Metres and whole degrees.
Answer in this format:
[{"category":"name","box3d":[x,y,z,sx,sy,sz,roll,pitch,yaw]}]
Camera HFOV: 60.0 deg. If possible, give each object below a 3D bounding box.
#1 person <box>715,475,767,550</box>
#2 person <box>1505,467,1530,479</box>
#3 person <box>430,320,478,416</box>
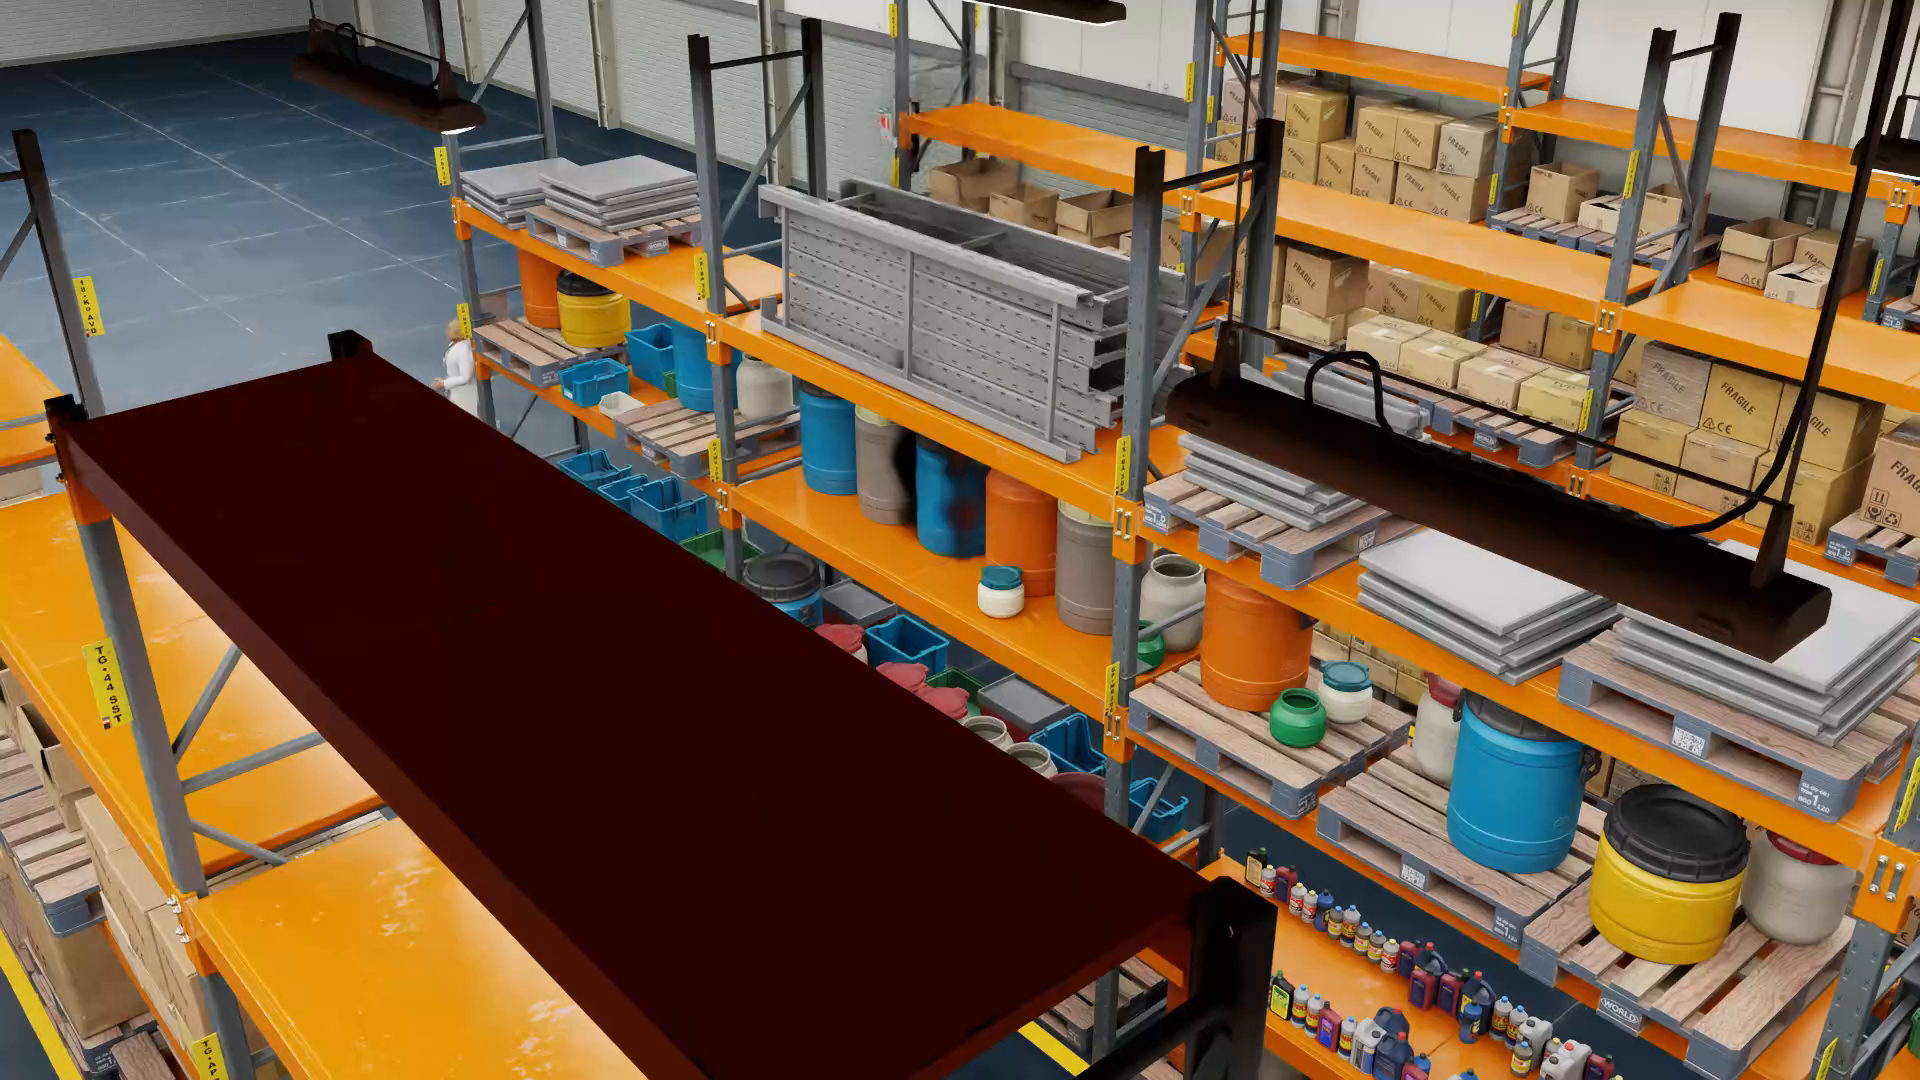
[{"category":"person","box3d":[-2.160,-0.310,16.260,1.132,1.772,0.683,20,33,34]},{"category":"person","box3d":[5.185,0.000,15.735,0.750,1.651,0.533,21,34,35]},{"category":"person","box3d":[-5.702,-1.643,18.979,0.631,1.650,0.713,-10,29,-19]}]
